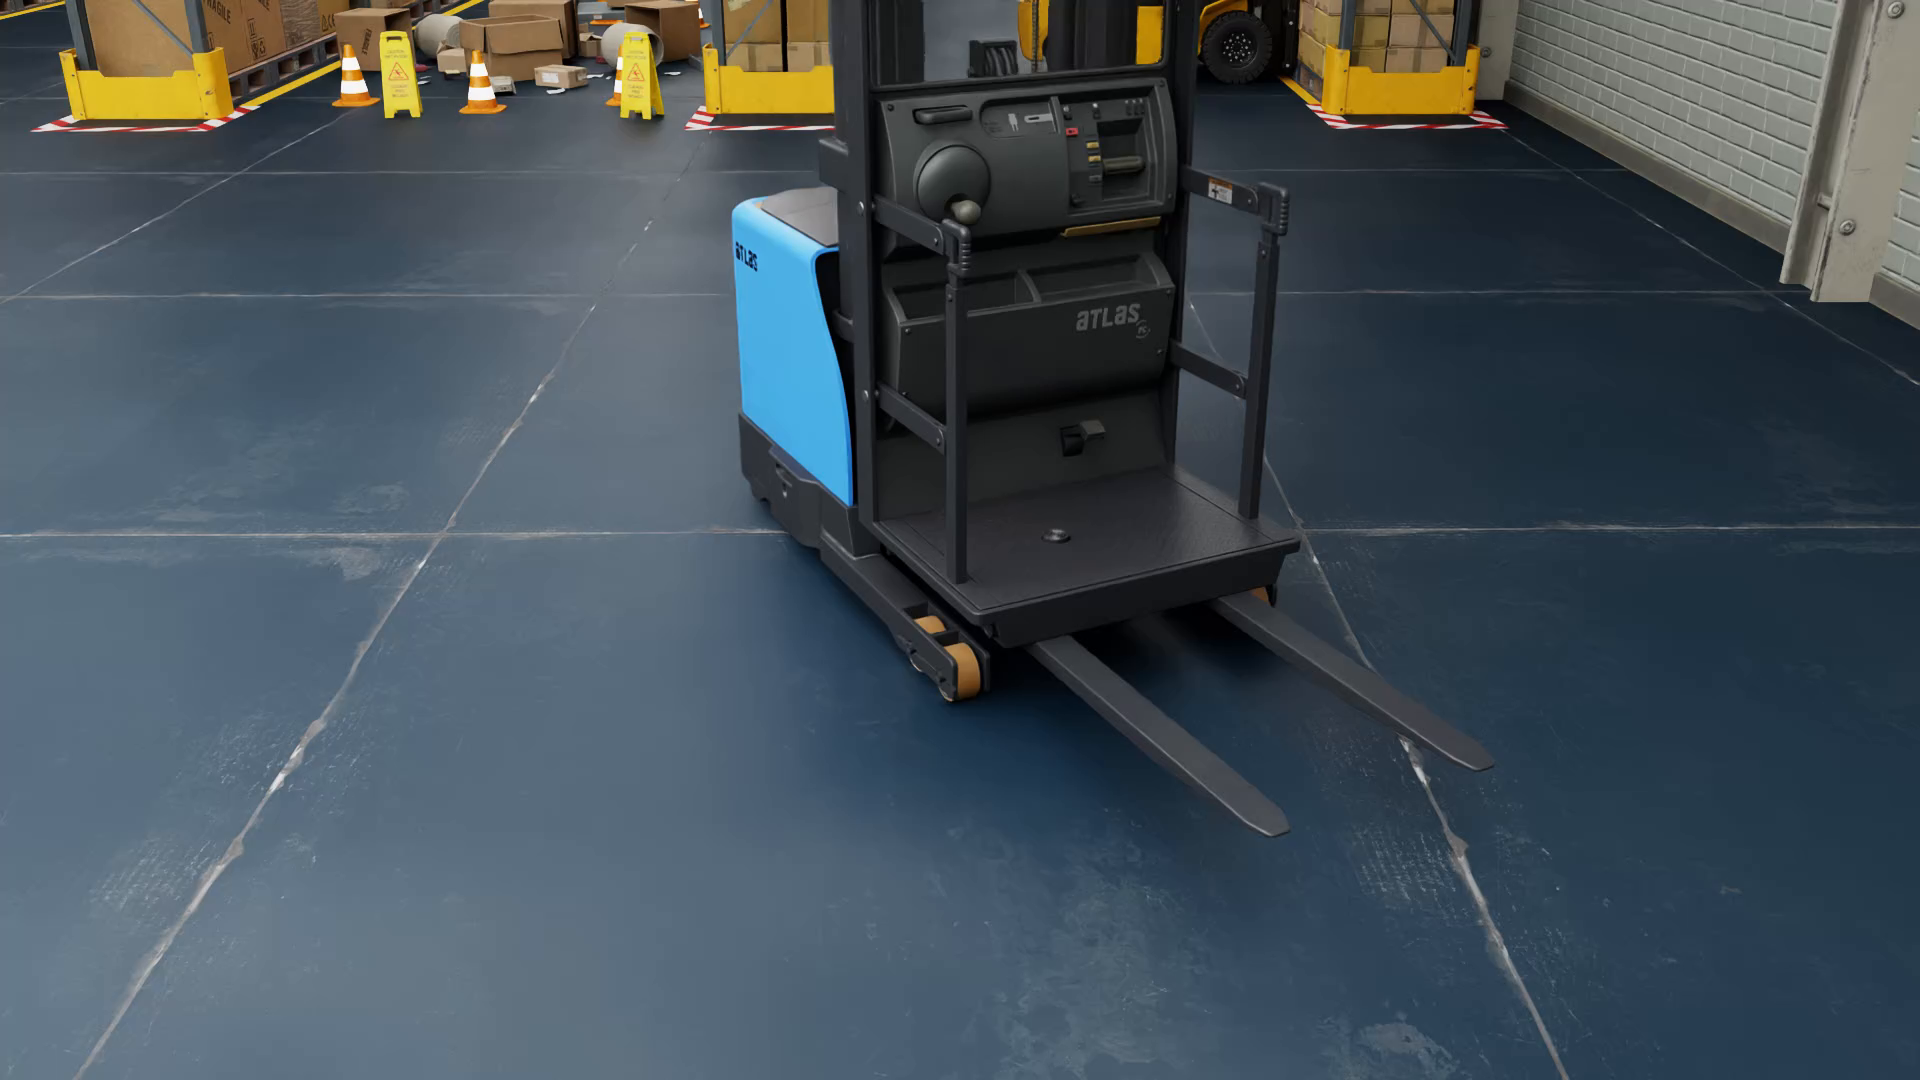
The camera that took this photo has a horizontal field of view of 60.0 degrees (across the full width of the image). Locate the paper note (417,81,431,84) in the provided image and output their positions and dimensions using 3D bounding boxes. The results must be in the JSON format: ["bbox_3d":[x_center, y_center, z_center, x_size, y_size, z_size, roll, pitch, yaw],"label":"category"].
[{"bbox_3d":[-4.714,-4.030,14.625,0.144,0.017,0.142,8,26,18],"label":"paper note"}]

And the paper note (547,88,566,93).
[{"bbox_3d":[-3.447,-3.839,14.200,0.148,0.019,0.142,-9,26,-19],"label":"paper note"}]

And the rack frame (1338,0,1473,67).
[{"bbox_3d":[3.517,-4.835,12.800,1.000,3.000,0.127,0,24,-1],"label":"rack frame"}]

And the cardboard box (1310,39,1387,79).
[{"bbox_3d":[3.196,-3.965,13.705,0.500,0.250,0.500,0,24,0],"label":"cardboard box"}]

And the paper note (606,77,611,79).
[{"bbox_3d":[-3.145,-4.142,14.895,0.032,0.001,0.123,0,24,-1],"label":"paper note"}]

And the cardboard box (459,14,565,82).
[{"bbox_3d":[-3.997,-4.386,14.836,0.797,0.503,0.637,-19,31,-36],"label":"cardboard box"}]

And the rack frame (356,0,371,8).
[{"bbox_3d":[-6.439,-6.395,16.250,1.000,3.000,0.127,0,24,-1],"label":"rack frame"}]

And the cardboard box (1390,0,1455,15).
[{"bbox_3d":[3.701,-4.428,13.513,0.500,0.250,0.500,-1,24,-1],"label":"cardboard box"}]

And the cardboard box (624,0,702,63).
[{"bbox_3d":[-2.839,-4.874,15.916,0.500,0.500,0.500,19,30,35],"label":"cardboard box"}]

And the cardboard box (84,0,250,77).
[{"bbox_3d":[-6.469,-4.249,13.574,0.875,0.875,0.875,0,24,0],"label":"cardboard box"}]

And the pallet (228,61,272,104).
[{"bbox_3d":[-6.482,-3.805,13.908,1.003,0.211,1.213,0,24,-1],"label":"pallet"}]

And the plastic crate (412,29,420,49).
[{"bbox_3d":[-5.127,-5.074,16.672,0.450,0.188,0.662,3,22,31],"label":"plastic crate"}]

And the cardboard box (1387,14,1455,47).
[{"bbox_3d":[3.719,-4.196,13.607,0.500,0.250,0.500,0,24,0],"label":"cardboard box"}]

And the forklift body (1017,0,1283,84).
[{"bbox_3d":[1.672,-5.221,14.684,2.313,2.155,1.214,0,24,-1],"label":"forklift body"}]

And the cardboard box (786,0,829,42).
[{"bbox_3d":[-1.180,-4.434,13.832,0.500,0.500,0.500,-1,24,-2],"label":"cardboard box"}]

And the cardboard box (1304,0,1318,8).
[{"bbox_3d":[3.188,-4.627,13.955,0.500,0.250,0.500,0,24,0],"label":"cardboard box"}]

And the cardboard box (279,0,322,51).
[{"bbox_3d":[-6.488,-4.987,15.206,0.875,0.875,0.875,0,24,0],"label":"cardboard box"}]

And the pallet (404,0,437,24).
[{"bbox_3d":[-6.539,-5.946,18.641,1.003,0.211,1.213,0,24,-1],"label":"pallet"}]

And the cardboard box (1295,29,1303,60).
[{"bbox_3d":[3.203,-4.376,14.614,0.500,0.250,0.500,0,24,0],"label":"cardboard box"}]

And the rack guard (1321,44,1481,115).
[{"bbox_3d":[3.517,-3.686,13.293,1.175,0.500,0.348,0,24,-1],"label":"rack guard"}]

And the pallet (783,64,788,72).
[{"bbox_3d":[-1.421,-3.906,14.131,1.003,0.211,1.213,0,24,-1],"label":"pallet"}]

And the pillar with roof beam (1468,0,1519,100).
[{"bbox_3d":[0.106,-7.840,12.164,9.100,9.000,0.400,0,24,-1],"label":"pillar with roof beam"}]

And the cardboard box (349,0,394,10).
[{"bbox_3d":[-6.536,-5.817,17.192,1.050,0.750,0.750,0,24,-1],"label":"cardboard box"}]

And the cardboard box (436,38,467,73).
[{"bbox_3d":[-4.578,-4.449,15.266,0.396,0.266,0.258,4,25,9],"label":"cardboard box"}]

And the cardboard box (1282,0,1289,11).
[{"bbox_3d":[3.176,-4.826,15.000,0.500,0.250,0.500,0,24,-1],"label":"cardboard box"}]

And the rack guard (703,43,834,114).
[{"bbox_3d":[-1.447,-3.703,13.331,1.175,0.500,0.348,0,24,-1],"label":"rack guard"}]

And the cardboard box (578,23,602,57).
[{"bbox_3d":[-3.627,-4.868,16.191,0.258,0.266,0.396,-19,31,-36],"label":"cardboard box"}]

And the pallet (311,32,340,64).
[{"bbox_3d":[-6.509,-4.811,16.131,1.003,0.211,1.213,0,24,-1],"label":"pallet"}]

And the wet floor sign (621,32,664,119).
[{"bbox_3d":[-2.514,-3.655,13.048,0.267,0.644,0.232,8,26,18],"label":"wet floor sign"}]

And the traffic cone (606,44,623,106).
[{"bbox_3d":[-2.741,-3.826,13.649,0.336,0.463,0.334,0,24,-1],"label":"traffic cone"}]

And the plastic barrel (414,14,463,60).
[{"bbox_3d":[-4.893,-4.761,15.762,0.512,0.421,0.421,19,30,35],"label":"plastic barrel"}]

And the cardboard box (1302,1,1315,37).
[{"bbox_3d":[3.204,-4.407,14.074,0.500,0.250,0.500,0,24,-1],"label":"cardboard box"}]

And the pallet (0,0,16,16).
[{"bbox_3d":[-11.426,-5.969,18.691,1.003,0.211,1.213,0,24,-1],"label":"pallet"}]

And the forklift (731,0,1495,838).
[{"bbox_3d":[0.311,-1.085,4.591,1.130,2.935,3.031,-12,27,-24],"label":"forklift"}]

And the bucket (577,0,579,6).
[{"bbox_3d":[-4.132,-5.550,16.510,0.726,0.611,0.620,8,16,18],"label":"bucket"}]

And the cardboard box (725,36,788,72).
[{"bbox_3d":[-1.725,-4.091,13.983,0.500,0.250,0.500,0,24,-1],"label":"cardboard box"}]

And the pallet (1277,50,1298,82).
[{"bbox_3d":[3.456,-4.381,15.179,1.003,0.211,1.213,0,24,-1],"label":"pallet"}]

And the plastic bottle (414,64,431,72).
[{"bbox_3d":[-4.996,-4.321,15.229,0.283,0.061,0.133,-9,26,-19],"label":"plastic bottle"}]

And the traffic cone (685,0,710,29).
[{"bbox_3d":[-2.904,-5.808,18.030,0.336,0.463,0.334,0,24,-1],"label":"traffic cone"}]
